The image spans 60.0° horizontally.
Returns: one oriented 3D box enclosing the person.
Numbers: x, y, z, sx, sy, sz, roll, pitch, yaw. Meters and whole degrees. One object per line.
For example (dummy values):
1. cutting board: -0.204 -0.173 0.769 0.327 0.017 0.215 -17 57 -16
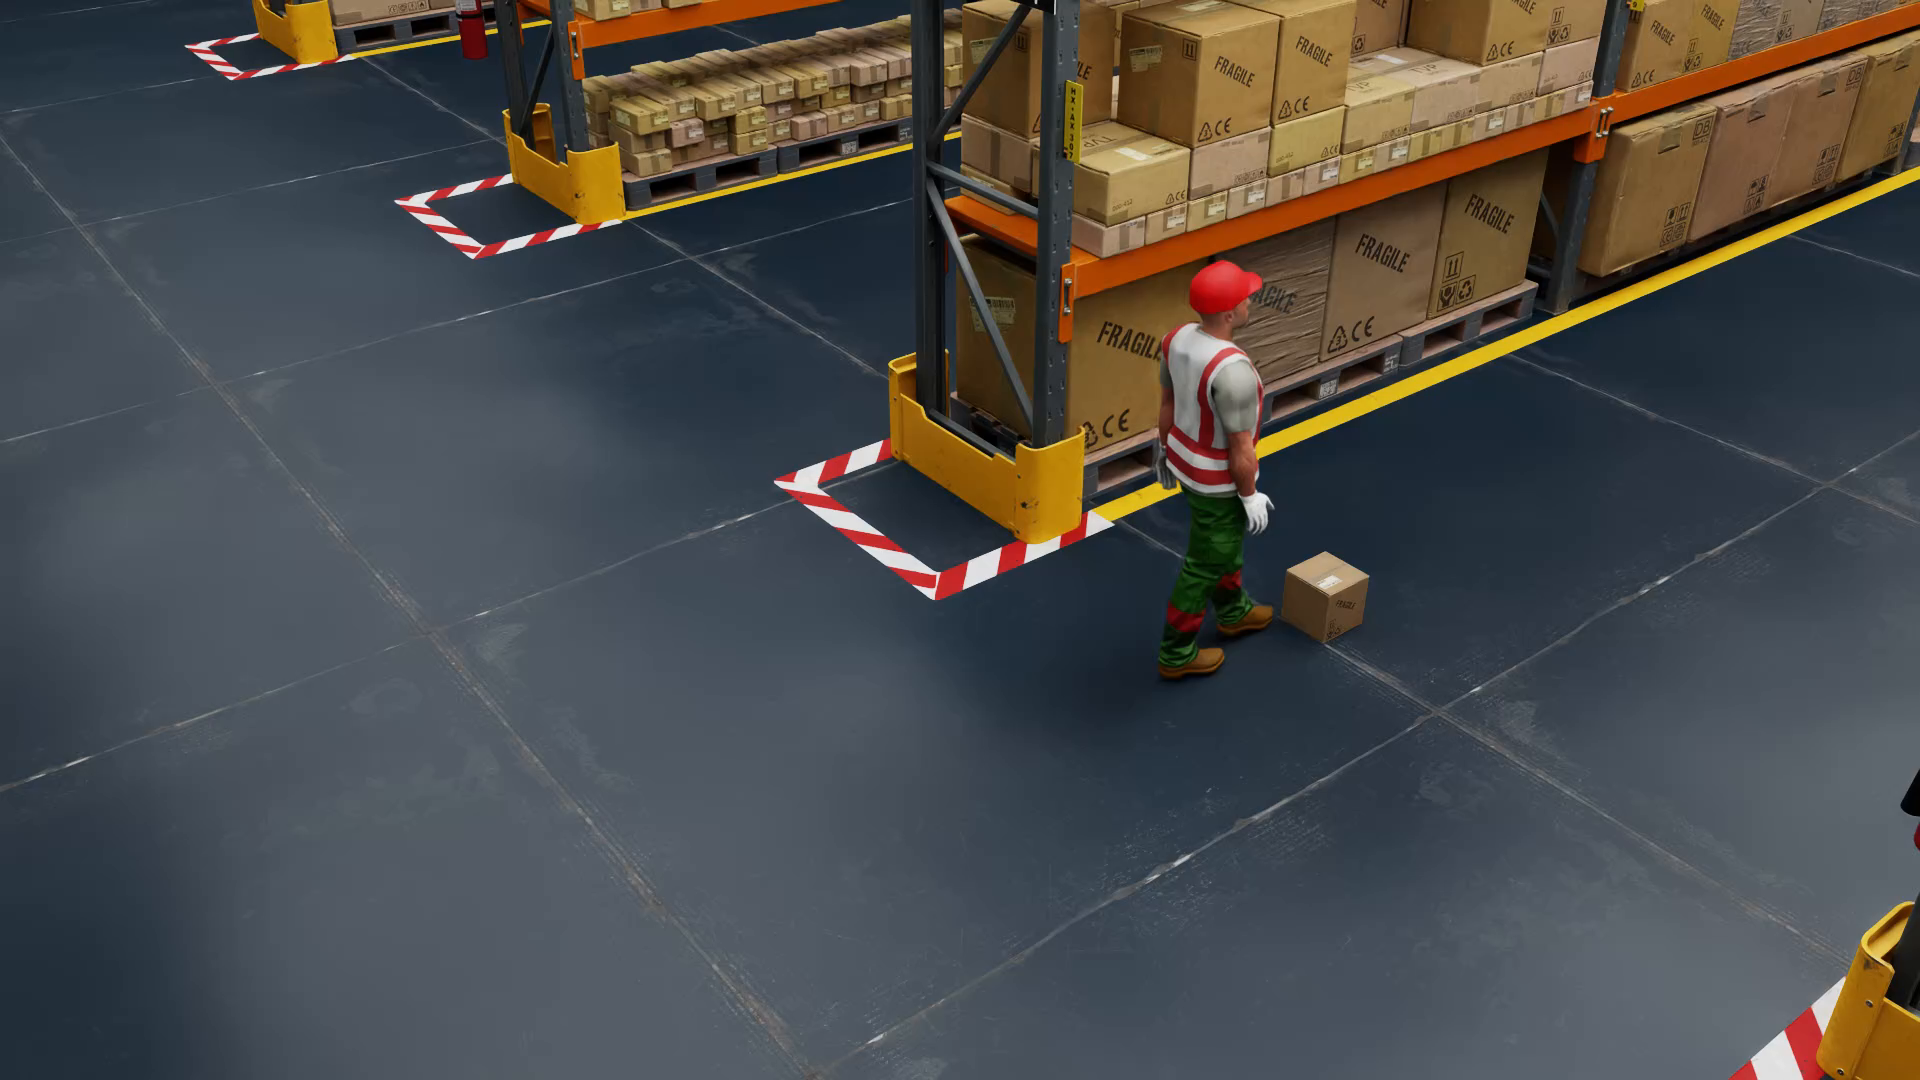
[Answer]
1. person: 1.109 -0.279 6.535 0.664 1.780 0.555 -11 34 -17
